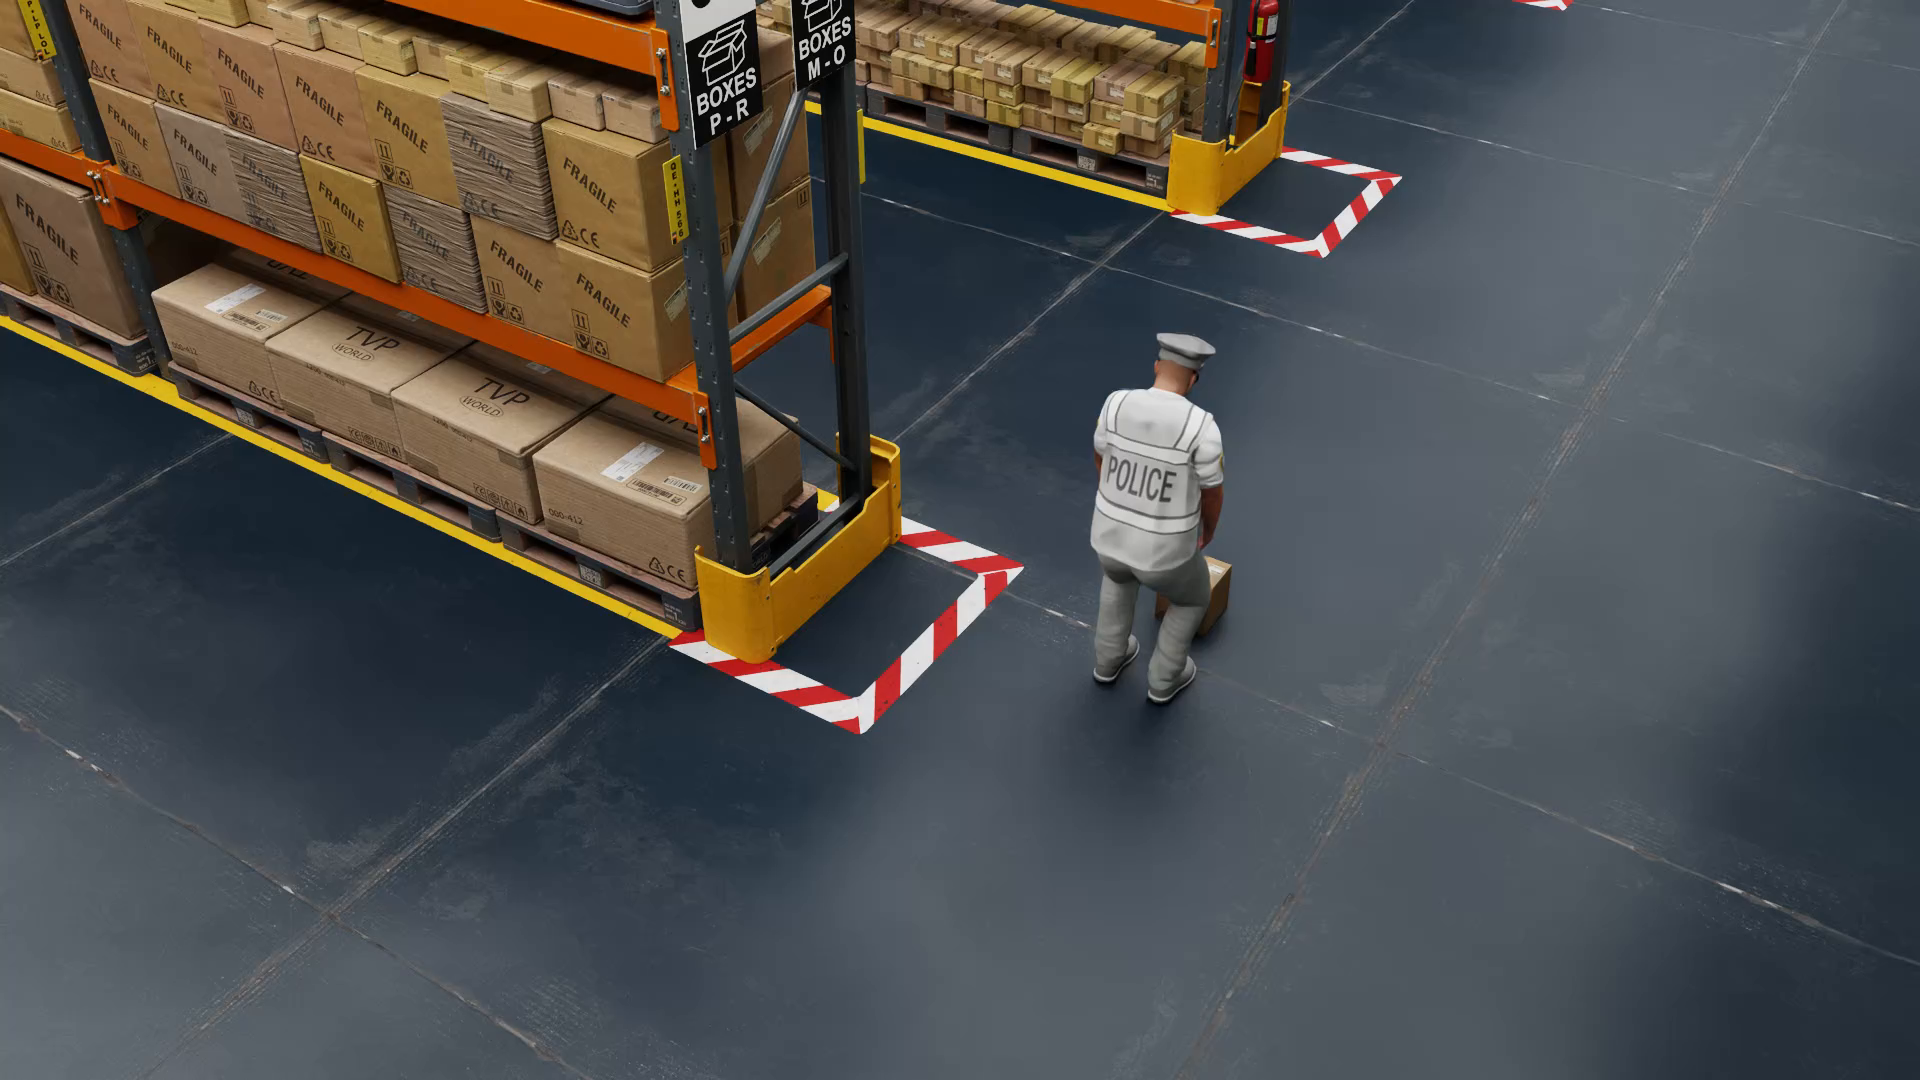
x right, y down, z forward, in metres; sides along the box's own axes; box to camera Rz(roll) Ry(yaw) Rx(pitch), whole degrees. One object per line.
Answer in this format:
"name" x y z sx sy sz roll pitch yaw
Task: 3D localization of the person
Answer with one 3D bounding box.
"person" 0.787 -0.065 6.865 0.575 1.633 0.609 22 43 26
